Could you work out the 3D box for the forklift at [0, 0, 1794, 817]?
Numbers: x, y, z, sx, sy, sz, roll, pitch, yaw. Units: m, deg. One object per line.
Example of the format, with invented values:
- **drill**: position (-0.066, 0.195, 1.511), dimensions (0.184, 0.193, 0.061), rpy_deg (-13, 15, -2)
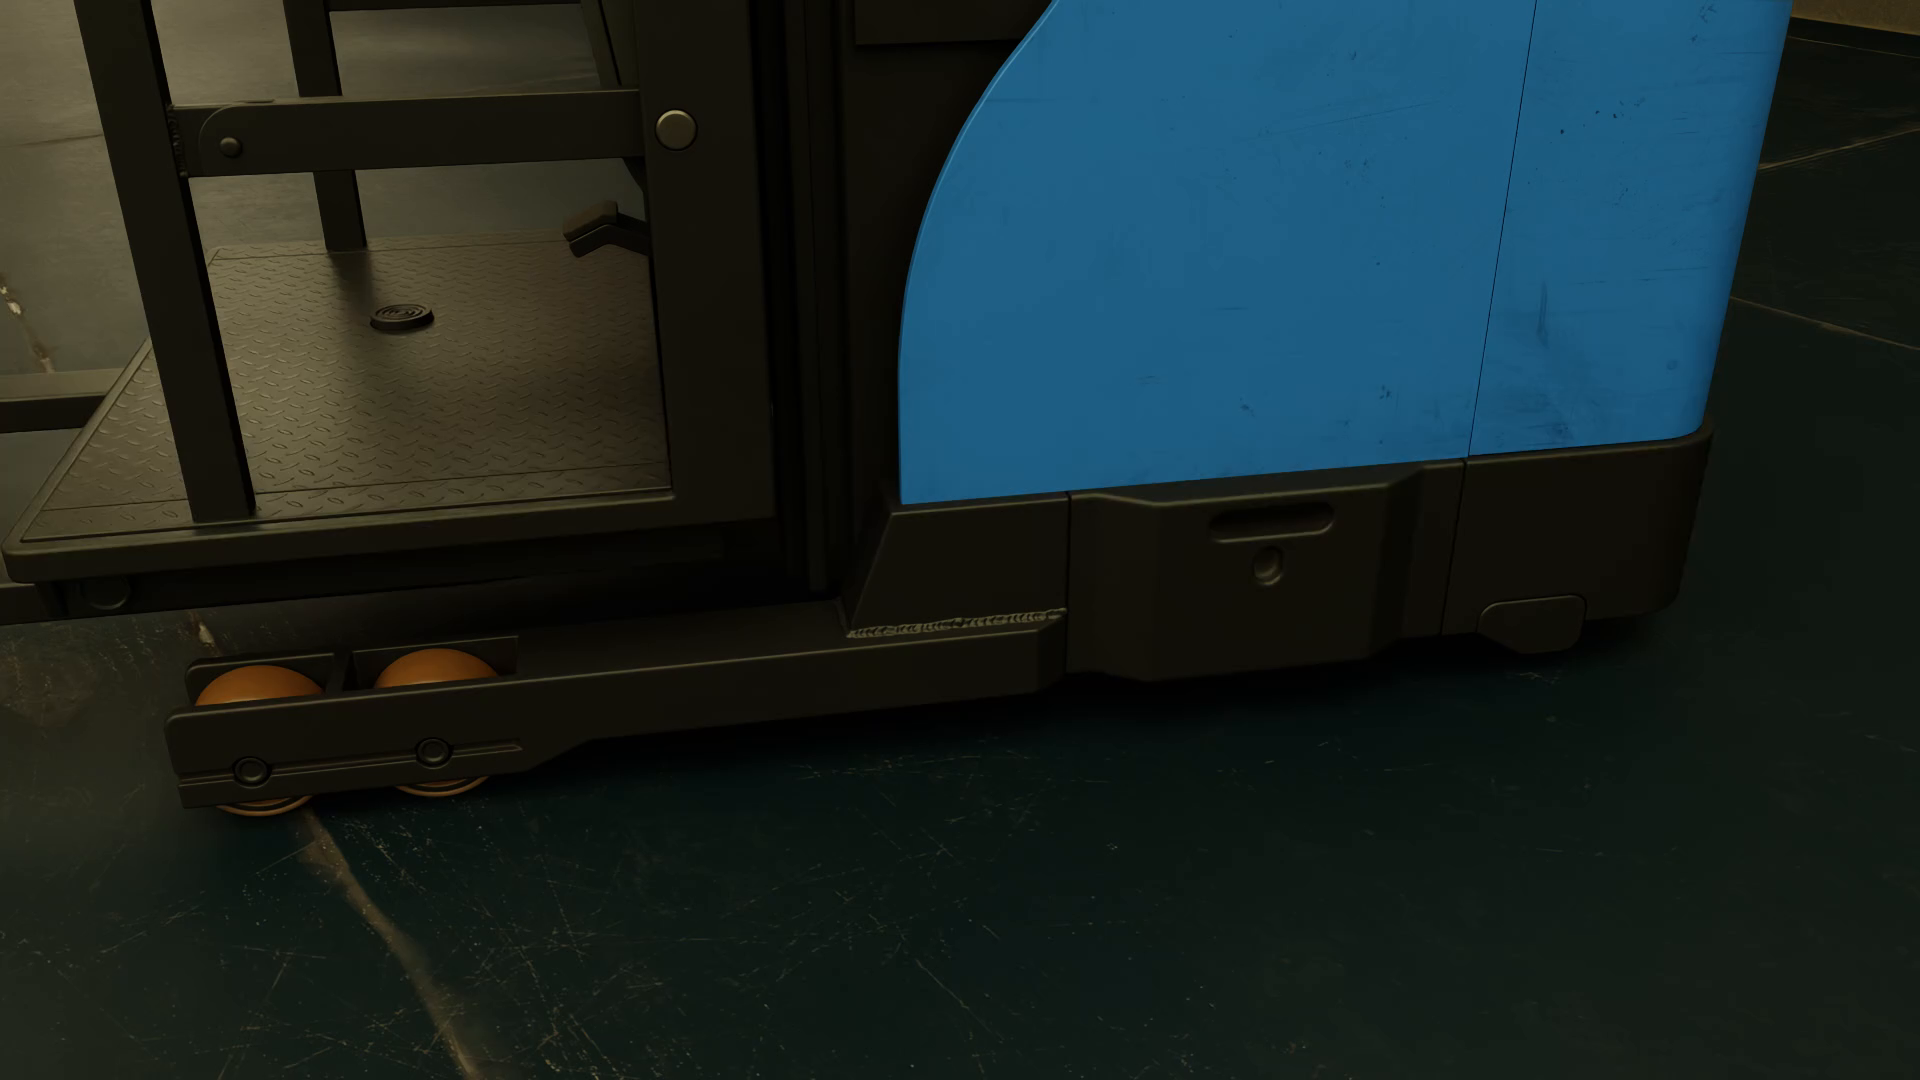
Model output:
- **forklift**: position (-0.610, -1.256, 1.735), dimensions (3.031, 2.935, 1.130), rpy_deg (-5, 27, -10)
